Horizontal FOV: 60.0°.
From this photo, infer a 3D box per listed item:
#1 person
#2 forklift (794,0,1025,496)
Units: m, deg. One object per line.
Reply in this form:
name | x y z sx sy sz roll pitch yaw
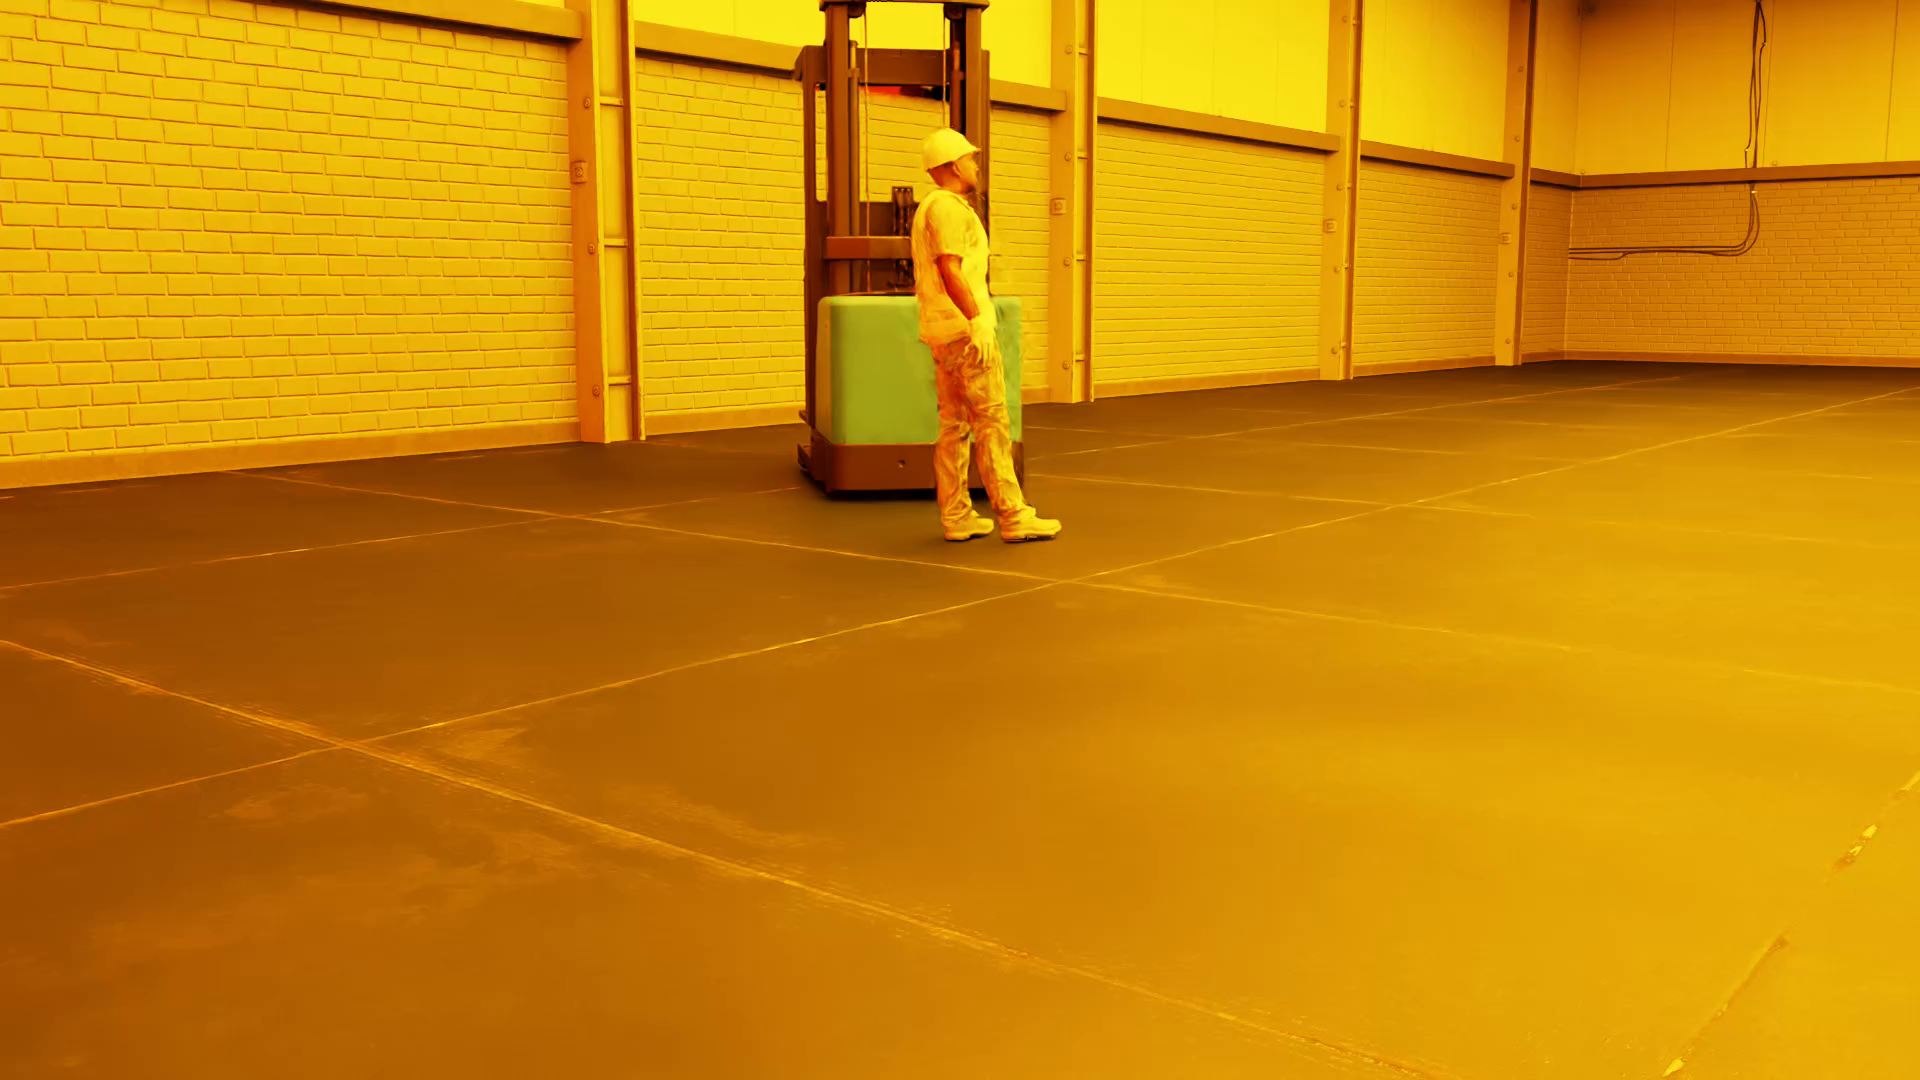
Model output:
person | 0.125 -0.889 7.288 0.670 1.782 0.651 -1 8 -10
forklift | -0.410 -1.864 10.023 1.130 2.935 3.031 -1 8 -10
